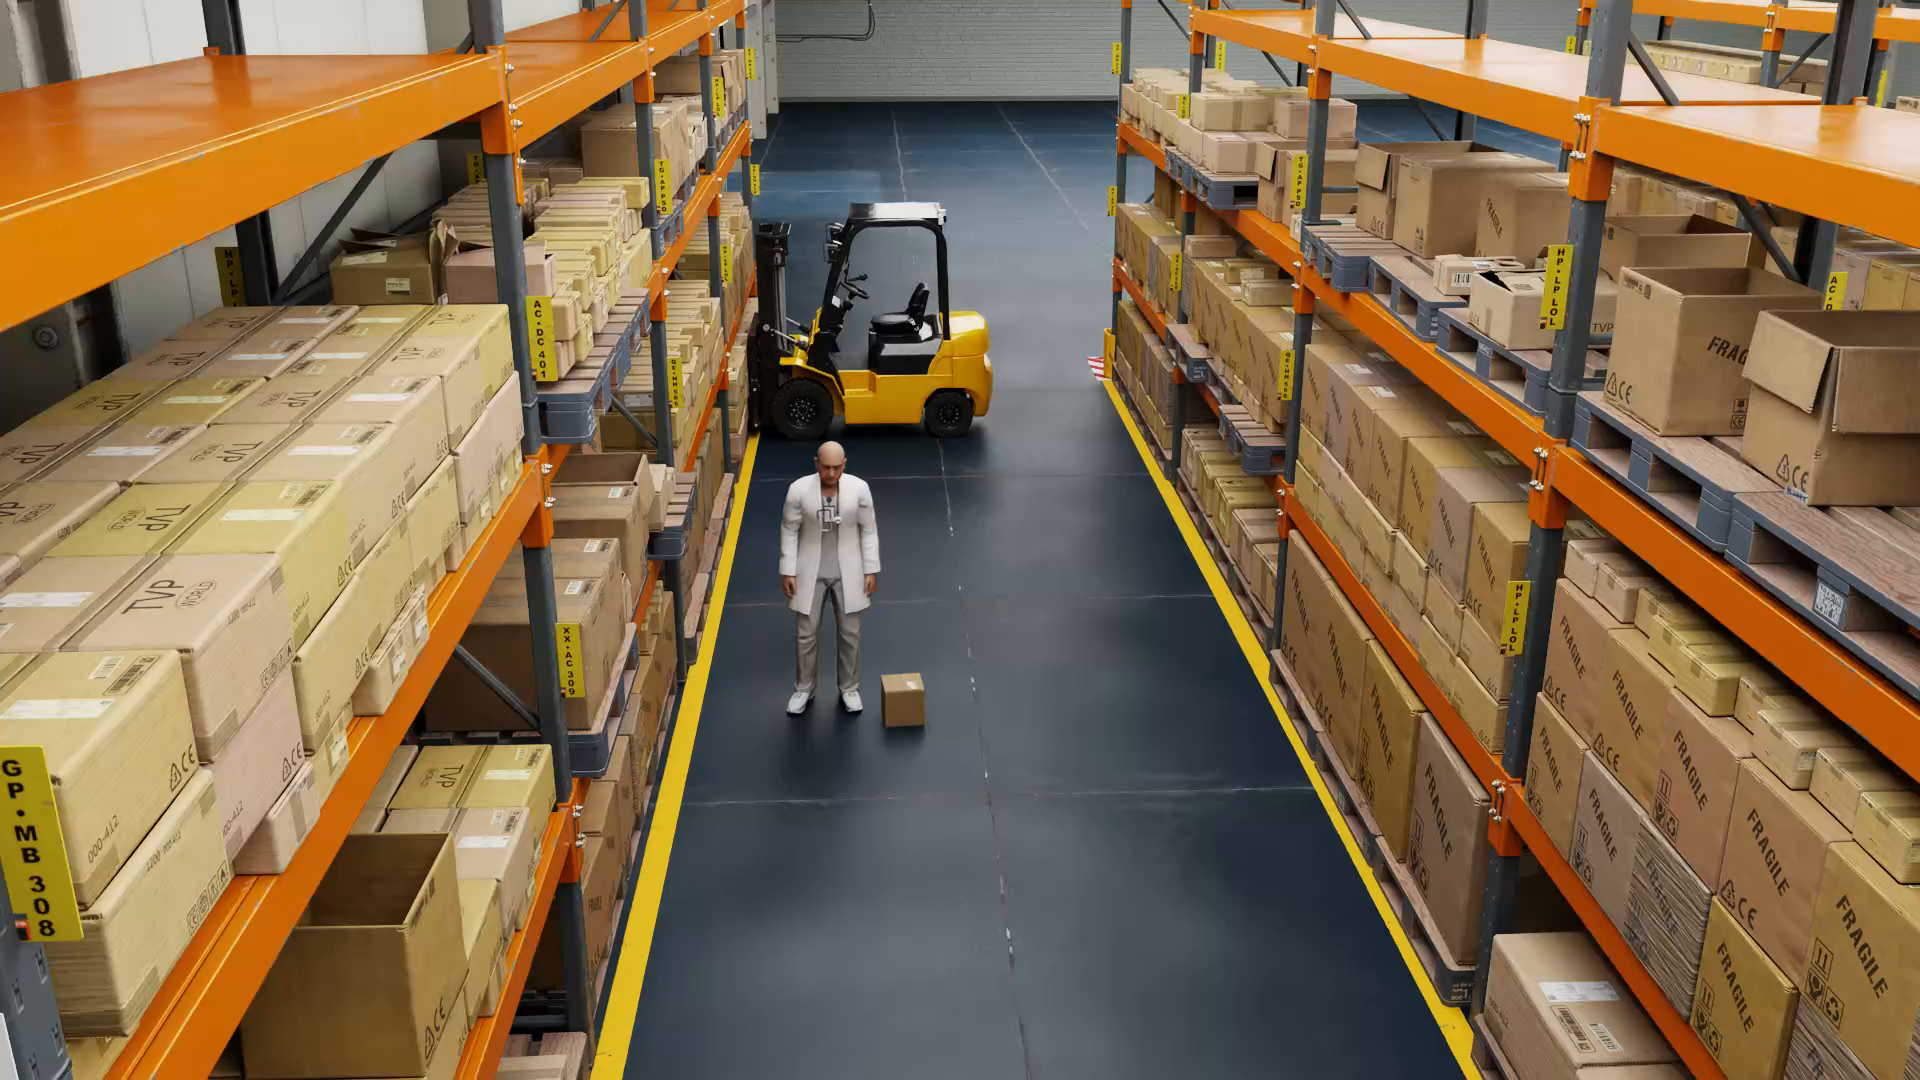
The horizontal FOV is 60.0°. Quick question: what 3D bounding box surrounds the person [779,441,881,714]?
[{"bbox_3d":[-0.826,0.221,10.497,0.635,1.772,0.428,-2,20,-5],"label":"person"}]
